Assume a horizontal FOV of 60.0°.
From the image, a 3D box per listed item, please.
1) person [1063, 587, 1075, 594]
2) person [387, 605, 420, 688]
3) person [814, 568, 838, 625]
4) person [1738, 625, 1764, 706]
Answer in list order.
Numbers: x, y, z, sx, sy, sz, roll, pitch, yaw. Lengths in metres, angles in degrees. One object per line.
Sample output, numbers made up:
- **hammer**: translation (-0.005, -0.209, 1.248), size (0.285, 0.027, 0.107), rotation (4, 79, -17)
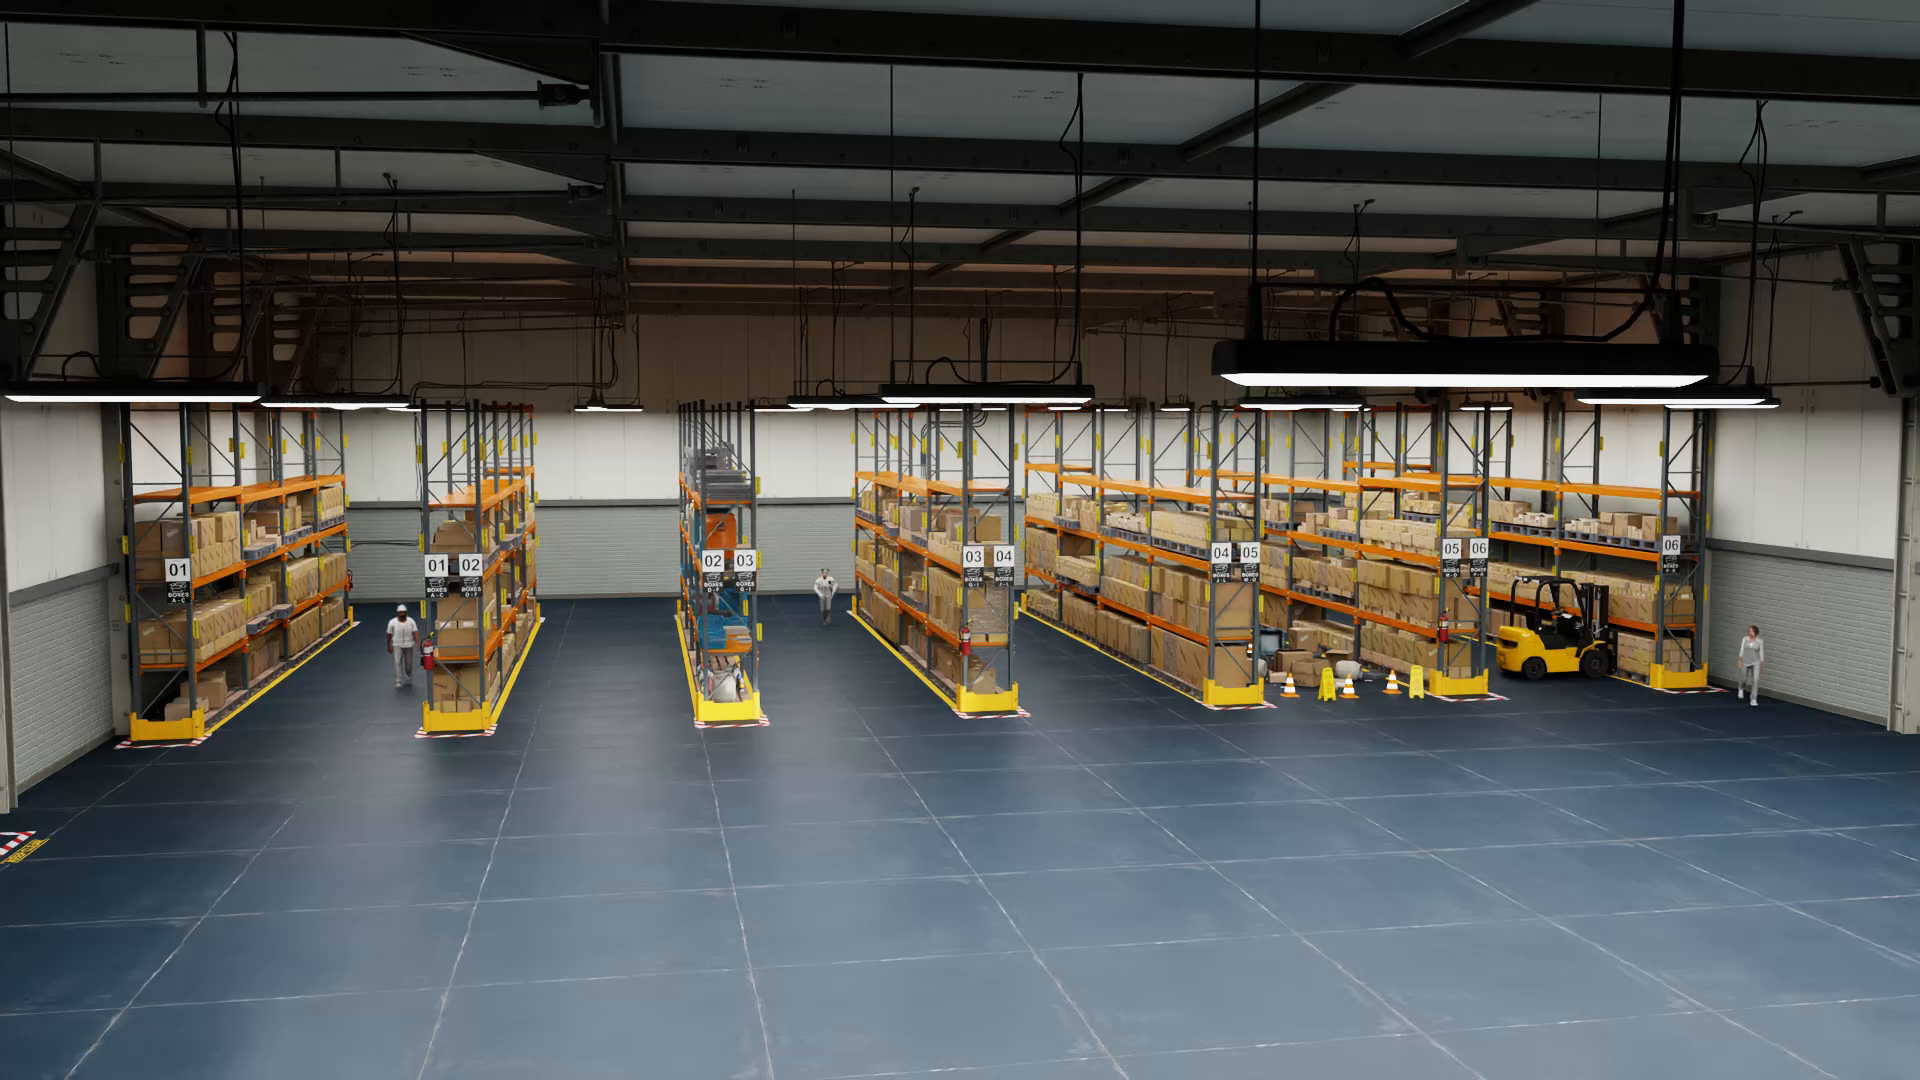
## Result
- **person**: translation (3.354, 0.998, 50.908), size (0.991, 1.743, 0.579), rotation (1, 4, 15)
- **person**: translation (-11.705, 2.216, 34.962), size (0.681, 1.710, 1.081), rotation (-1, 4, -14)
- **person**: translation (-3.635, 1.533, 45.043), size (0.628, 1.597, 0.699), rotation (0, 4, -1)
- **person**: translation (15.614, 2.445, 32.853), size (0.461, 1.554, 0.863), rotation (1, 4, 16)
